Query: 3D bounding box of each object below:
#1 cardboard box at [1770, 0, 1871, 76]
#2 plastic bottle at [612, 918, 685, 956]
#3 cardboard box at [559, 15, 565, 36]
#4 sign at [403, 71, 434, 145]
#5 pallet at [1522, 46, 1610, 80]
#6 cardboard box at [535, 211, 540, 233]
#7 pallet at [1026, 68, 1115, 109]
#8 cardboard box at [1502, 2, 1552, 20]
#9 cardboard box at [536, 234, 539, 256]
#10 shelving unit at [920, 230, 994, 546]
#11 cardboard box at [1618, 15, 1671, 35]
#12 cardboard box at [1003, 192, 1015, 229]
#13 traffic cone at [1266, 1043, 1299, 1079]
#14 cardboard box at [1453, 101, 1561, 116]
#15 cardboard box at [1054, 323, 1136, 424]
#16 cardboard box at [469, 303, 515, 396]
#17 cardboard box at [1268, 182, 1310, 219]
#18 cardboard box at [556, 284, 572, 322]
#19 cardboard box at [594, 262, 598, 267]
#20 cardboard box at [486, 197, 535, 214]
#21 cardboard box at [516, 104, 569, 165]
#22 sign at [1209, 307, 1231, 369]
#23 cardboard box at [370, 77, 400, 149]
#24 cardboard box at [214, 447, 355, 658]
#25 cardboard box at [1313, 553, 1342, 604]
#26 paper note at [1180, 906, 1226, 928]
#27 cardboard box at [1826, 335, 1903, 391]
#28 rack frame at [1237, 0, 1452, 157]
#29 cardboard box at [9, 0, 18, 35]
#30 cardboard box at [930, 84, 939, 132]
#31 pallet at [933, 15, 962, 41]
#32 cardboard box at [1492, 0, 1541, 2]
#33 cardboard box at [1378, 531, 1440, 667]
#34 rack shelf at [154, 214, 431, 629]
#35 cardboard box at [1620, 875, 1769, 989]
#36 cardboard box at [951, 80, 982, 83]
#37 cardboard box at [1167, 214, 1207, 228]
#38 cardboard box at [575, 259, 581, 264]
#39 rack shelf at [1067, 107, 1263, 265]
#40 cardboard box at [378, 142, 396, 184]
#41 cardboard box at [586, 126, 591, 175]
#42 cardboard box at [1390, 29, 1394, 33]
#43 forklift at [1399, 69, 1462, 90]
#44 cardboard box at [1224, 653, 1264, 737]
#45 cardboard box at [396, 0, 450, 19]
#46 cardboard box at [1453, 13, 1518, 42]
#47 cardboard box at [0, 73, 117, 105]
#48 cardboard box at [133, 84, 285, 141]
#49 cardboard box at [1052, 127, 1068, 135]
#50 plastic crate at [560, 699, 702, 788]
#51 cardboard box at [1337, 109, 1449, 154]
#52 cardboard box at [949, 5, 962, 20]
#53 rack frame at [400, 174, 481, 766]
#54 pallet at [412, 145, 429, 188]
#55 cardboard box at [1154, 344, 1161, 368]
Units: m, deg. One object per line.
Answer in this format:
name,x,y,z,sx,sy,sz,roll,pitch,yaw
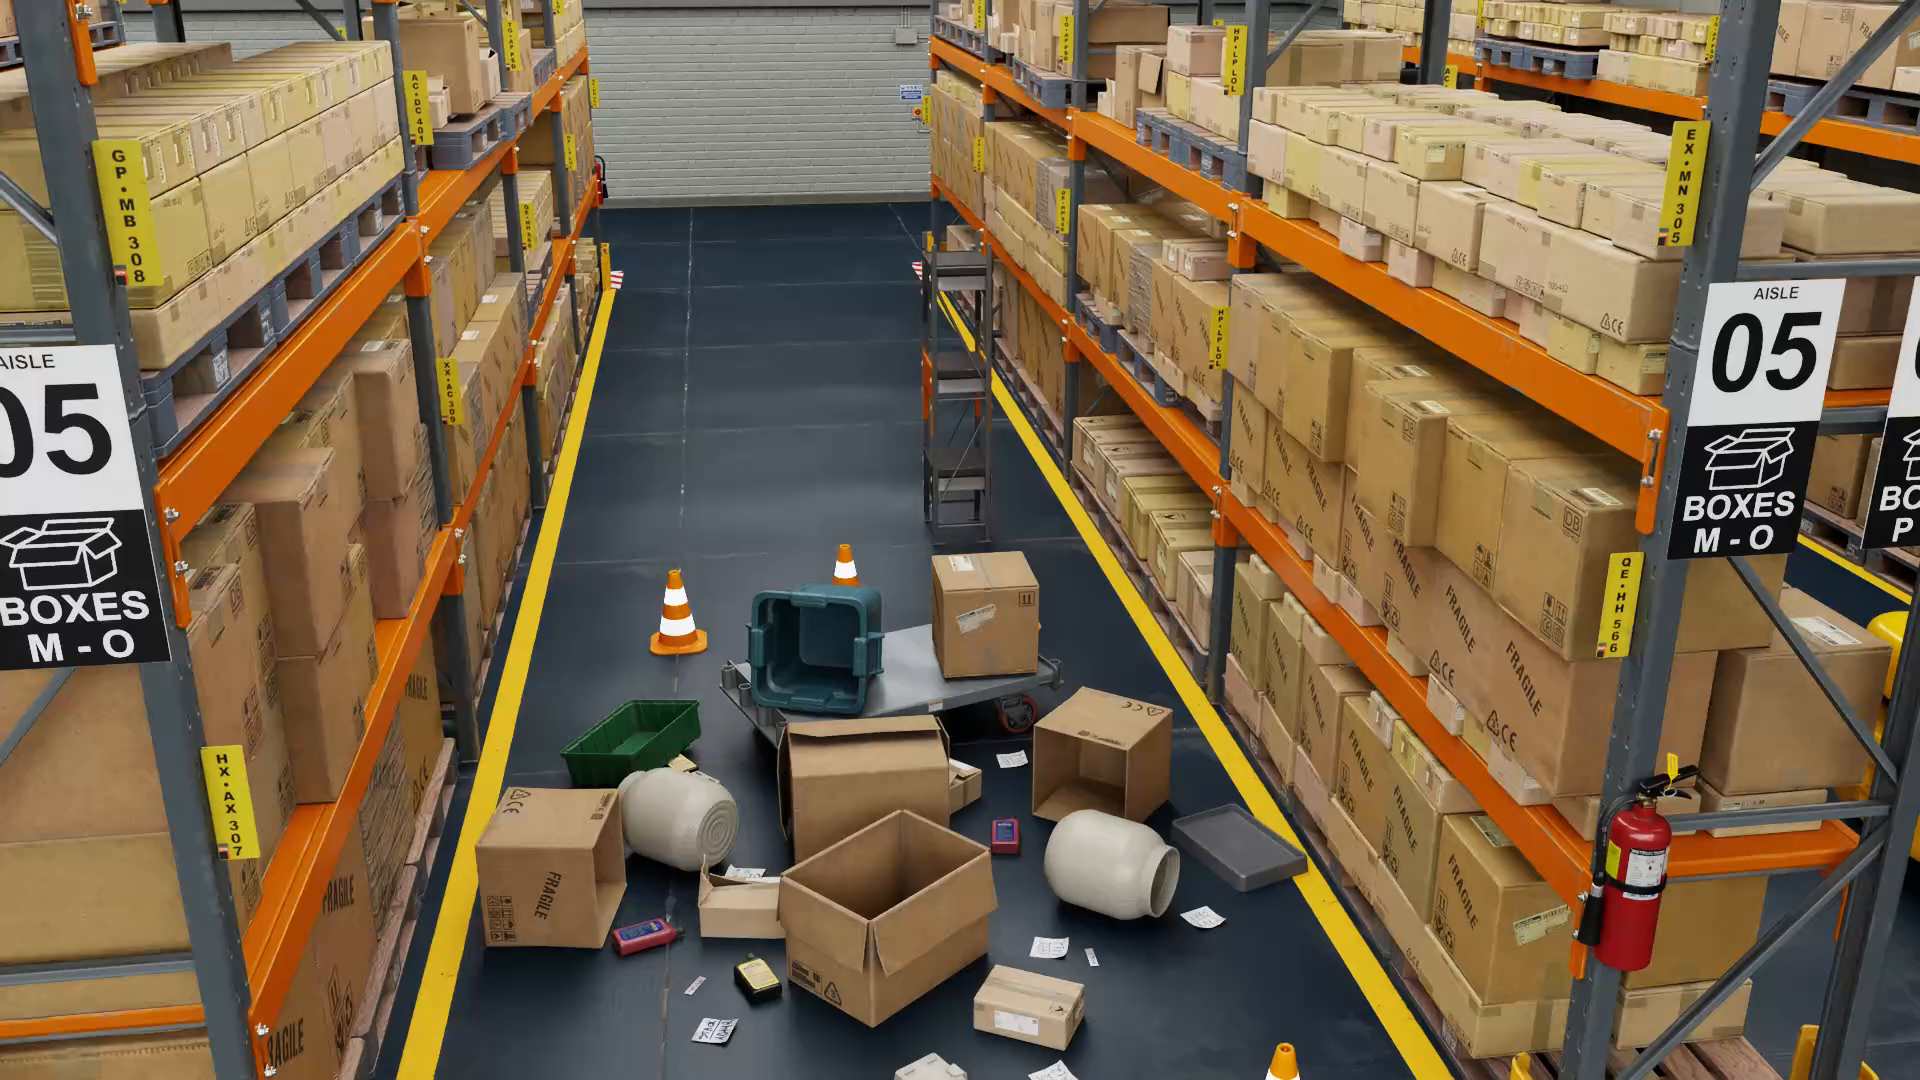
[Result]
cardboard box,6.083,-3.594,11.880,0.500,0.500,0.500,-3,21,-7
plastic bottle,-1.331,1.687,7.111,0.283,0.061,0.133,-11,23,-26
cardboard box,-4.051,-4.931,15.845,0.500,0.250,0.500,-3,21,-8
sign,-2.450,-1.954,7.521,0.100,0.325,0.005,-3,21,-8
pallet,5.820,-4.276,14.858,1.213,0.211,1.003,-3,21,-8
cardboard box,-3.705,-2.645,13.844,0.380,0.149,0.250,-3,21,-8
pallet,1.163,-3.447,12.642,1.213,0.211,1.003,-2,21,-5
cardboard box,5.361,-5.003,15.728,0.380,0.149,0.250,-3,21,-7
cardboard box,-3.669,-2.419,13.664,0.380,0.149,0.250,-4,21,-10
shelving unit,-0.024,-1.041,11.502,0.431,2.100,0.503,-3,21,-8
cardboard box,5.729,-4.289,13.845,0.380,0.149,0.250,-3,21,-9
cardboard box,0.666,-2.937,14.794,0.500,0.250,0.500,-3,21,-7
traffic cone,1.123,1.964,5.796,0.336,0.463,0.334,-3,21,-8
cardboard box,2.376,-1.824,7.244,0.380,0.149,0.250,-2,21,-6
cardboard box,1.291,-1.355,13.493,0.875,0.875,0.875,-3,21,-8
cardboard box,-3.102,-1.184,10.457,0.500,0.500,0.500,-3,21,-9
cardboard box,1.667,-1.599,7.782,0.380,0.149,0.250,-3,21,-8
cardboard box,-3.794,-2.142,15.066,0.500,0.250,0.500,-3,21,-9
cardboard box,-4.370,-3.228,19.120,0.380,0.149,0.250,-3,21,-9
cardboard box,-3.673,-2.695,13.552,0.380,0.149,0.250,-3,21,-9
cardboard box,-3.976,-3.834,15.696,0.500,0.500,0.500,-2,21,-6
sign,1.336,-1.038,8.555,0.100,0.325,0.005,-3,21,-8
cardboard box,-2.674,-1.801,7.010,0.500,0.250,0.500,-3,21,-8
cardboard box,-2.554,0.051,5.534,0.875,0.550,0.550,-3,21,-8
cardboard box,1.788,0.161,7.357,0.380,0.149,0.250,-3,21,-7
paper note,1.063,1.646,7.265,0.142,0.019,0.148,-11,23,-26
cardboard box,2.735,-0.559,4.998,0.380,0.149,0.250,-3,21,-8
rack frame,1.885,-3.336,7.786,1.000,3.000,0.127,-3,21,-8
cardboard box,-9.255,-5.133,16.000,0.700,0.500,0.500,-2,21,-5
cardboard box,-0.057,-5.015,19.284,0.500,0.500,0.500,-3,21,-9
pallet,0.273,-5.787,18.764,1.003,0.211,1.213,-3,21,-8
cardboard box,5.341,-5.289,15.903,0.396,0.266,0.258,-3,21,-8
cardboard box,1.975,0.152,6.453,0.500,0.500,0.500,-3,21,-8
rack shelf,-2.710,-0.616,5.820,1.077,0.370,4.000,-3,21,-8
cardboard box,2.615,1.298,6.211,0.500,0.500,0.500,-4,21,-10
cardboard box,0.105,-4.912,18.083,0.380,0.149,0.250,-3,21,-7
cardboard box,1.734,-1.971,11.539,0.500,0.500,0.500,-3,21,-9
cardboard box,-4.262,-2.912,17.849,0.380,0.149,0.250,-4,21,-10
rack shelf,1.597,-2.286,10.291,1.077,0.370,4.000,-3,21,-8
cardboard box,-2.593,-1.575,6.974,0.380,0.149,0.250,-3,21,-7
cardboard box,-4.340,-4.260,18.268,0.500,0.500,0.500,-3,21,-9
cardboard box,5.042,-5.654,18.638,0.380,0.149,0.250,-3,21,-8
forklift,3.814,-2.296,13.676,1.130,2.935,3.031,-6,21,-15
cardboard box,1.703,0.784,8.660,0.500,0.250,0.500,-4,21,-10
cardboard box,-4.096,-4.007,12.635,0.396,0.266,0.258,-3,21,-8
cardboard box,5.326,-5.176,16.788,0.500,0.250,0.500,-3,21,-8
cardboard box,-3.063,-1.475,5.568,0.380,0.149,0.250,-3,21,-8
cardboard box,-2.337,-1.332,5.185,0.380,0.149,0.250,-3,21,-8
cardboard box,1.127,-3.490,15.200,0.500,0.500,0.500,-3,21,-7
plastic crate,-1.677,1.044,8.571,0.450,0.188,0.662,-2,18,24
cardboard box,1.800,-1.705,6.926,0.380,0.149,0.250,-4,21,-10
cardboard box,0.085,-5.823,18.348,0.380,0.149,0.250,-2,21,-6
rack frame,-2.999,-0.241,8.073,1.000,3.000,0.127,-3,21,-8
pallet,-3.180,-1.871,8.425,0.805,0.209,1.217,-4,21,-10
cardboard box,1.405,-1.123,10.193,0.380,0.149,0.250,-3,21,-8
